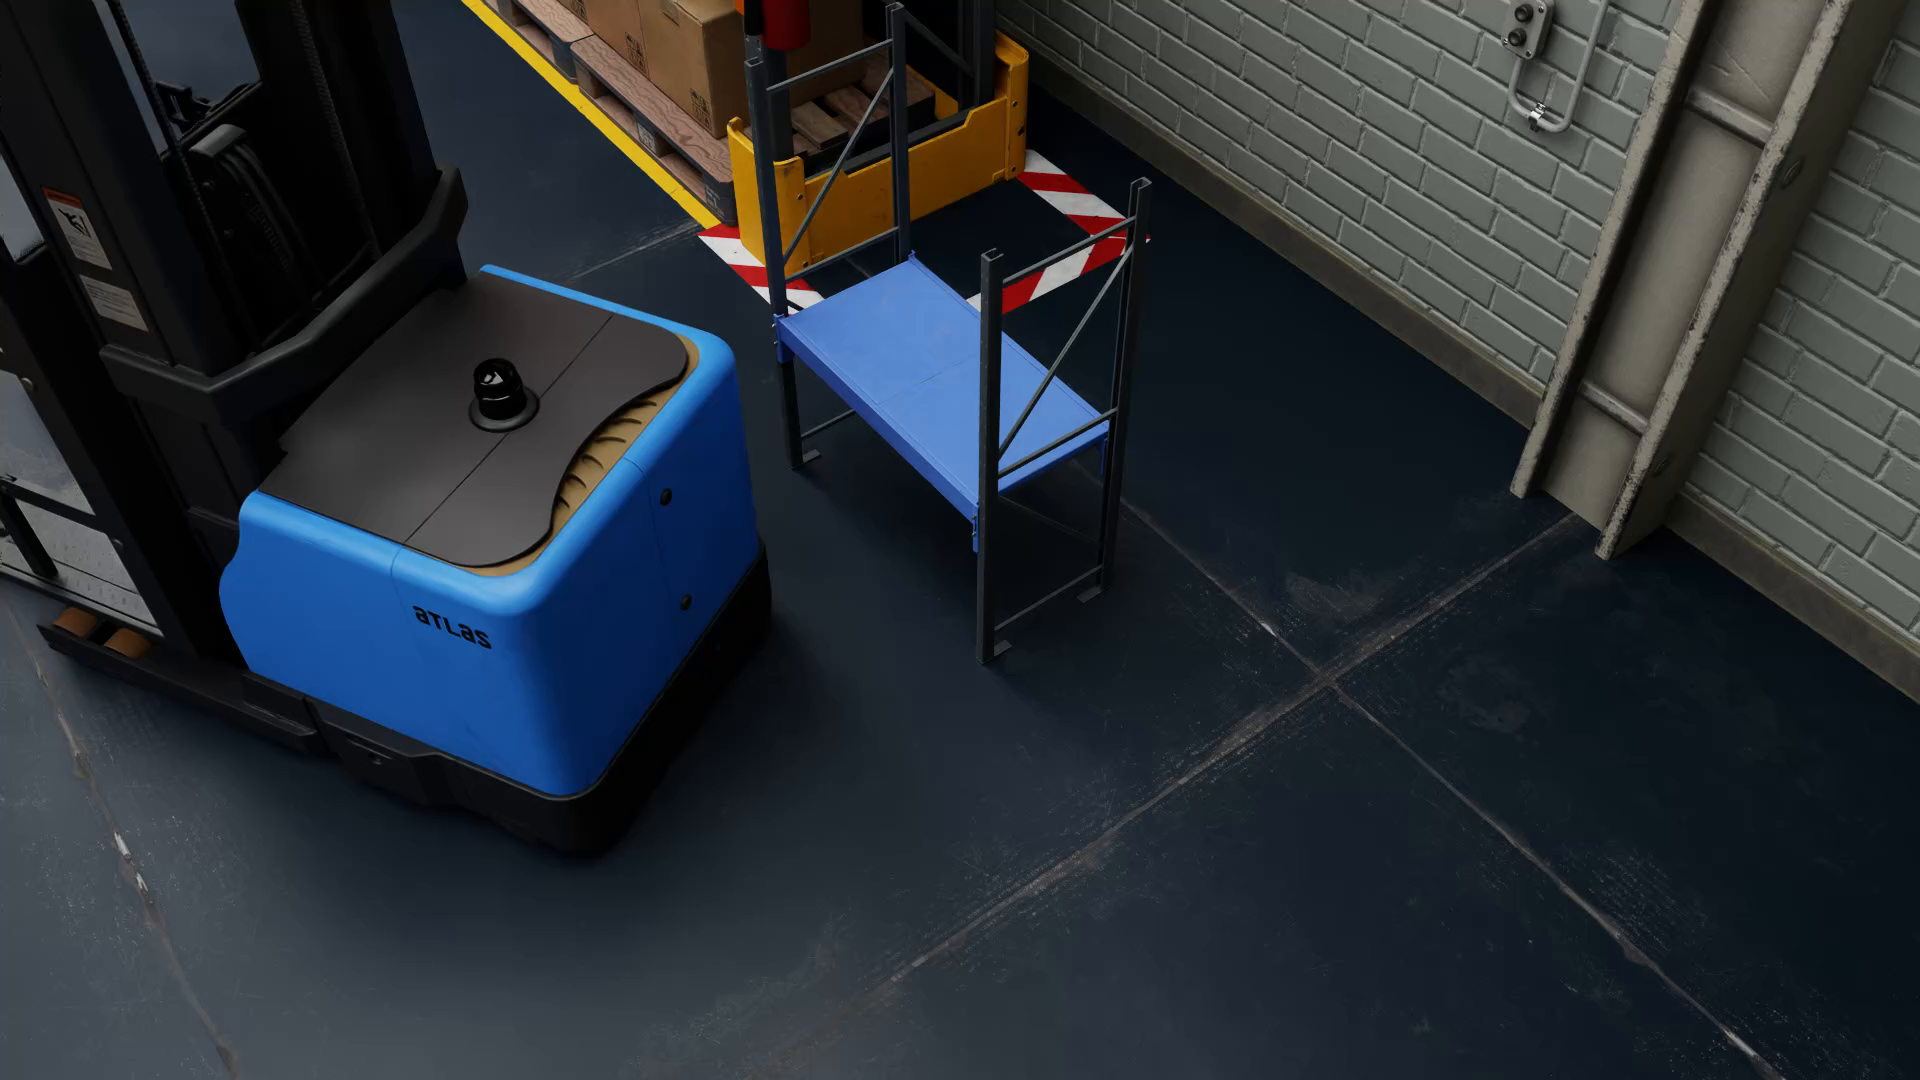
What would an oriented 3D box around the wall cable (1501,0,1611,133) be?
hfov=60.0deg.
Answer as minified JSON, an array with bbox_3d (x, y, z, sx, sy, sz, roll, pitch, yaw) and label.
[{"bbox_3d":[1.228,-2.339,4.660,0.084,1.984,1.851,-29,54,-24],"label":"wall cable"}]

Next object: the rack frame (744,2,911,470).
[{"bbox_3d":[-0.359,-0.854,5.012,0.500,1.500,0.032,-29,54,-24],"label":"rack frame"}]

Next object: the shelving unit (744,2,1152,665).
[{"bbox_3d":[-0.052,-0.554,4.740,0.538,1.500,1.048,-29,54,-24],"label":"shelving unit"}]

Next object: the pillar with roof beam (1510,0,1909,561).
[{"bbox_3d":[-1.403,-1.208,0.271,9.100,9.000,0.400,-29,54,-24],"label":"pillar with roof beam"}]

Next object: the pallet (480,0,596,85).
[{"bbox_3d":[-1.581,-2.547,7.417,1.003,0.211,1.213,-29,54,-24],"label":"pallet"}]

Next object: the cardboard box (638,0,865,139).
[{"bbox_3d":[-0.803,-1.998,6.440,0.700,0.500,0.500,-29,54,-24],"label":"cardboard box"}]

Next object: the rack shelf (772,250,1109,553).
[{"bbox_3d":[-0.052,-0.433,4.873,0.538,0.185,1.000,-29,54,-24],"label":"rack shelf"}]

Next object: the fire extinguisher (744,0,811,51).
[{"bbox_3d":[-0.576,-1.881,5.235,0.296,0.674,0.183,-29,54,-24],"label":"fire extinguisher"}]

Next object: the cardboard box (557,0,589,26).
[{"bbox_3d":[-1.411,-2.589,6.976,0.700,0.500,0.500,-31,55,-25],"label":"cardboard box"}]

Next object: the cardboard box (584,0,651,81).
[{"bbox_3d":[-1.106,-2.293,6.708,0.700,0.500,0.500,-30,54,-24],"label":"cardboard box"}]

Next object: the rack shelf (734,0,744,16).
[{"bbox_3d":[-1.511,-3.266,6.672,1.077,0.370,4.000,-29,54,-24],"label":"rack shelf"}]

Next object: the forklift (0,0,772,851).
[{"bbox_3d":[-2.126,-0.904,4.091,3.031,2.935,1.130,19,50,16],"label":"forklift"}]

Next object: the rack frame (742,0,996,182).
[{"bbox_3d":[-0.300,-2.328,5.336,1.000,3.000,0.127,-29,54,-24],"label":"rack frame"}]

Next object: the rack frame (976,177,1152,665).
[{"bbox_3d":[0.256,-0.254,4.468,0.500,1.500,0.032,-29,54,-24],"label":"rack frame"}]

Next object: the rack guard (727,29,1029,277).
[{"bbox_3d":[-0.285,-1.475,6.250,1.175,0.500,0.348,-29,54,-24],"label":"rack guard"}]

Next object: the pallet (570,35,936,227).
[{"bbox_3d":[-0.846,-1.828,6.765,1.003,0.211,1.213,-29,54,-24],"label":"pallet"}]
